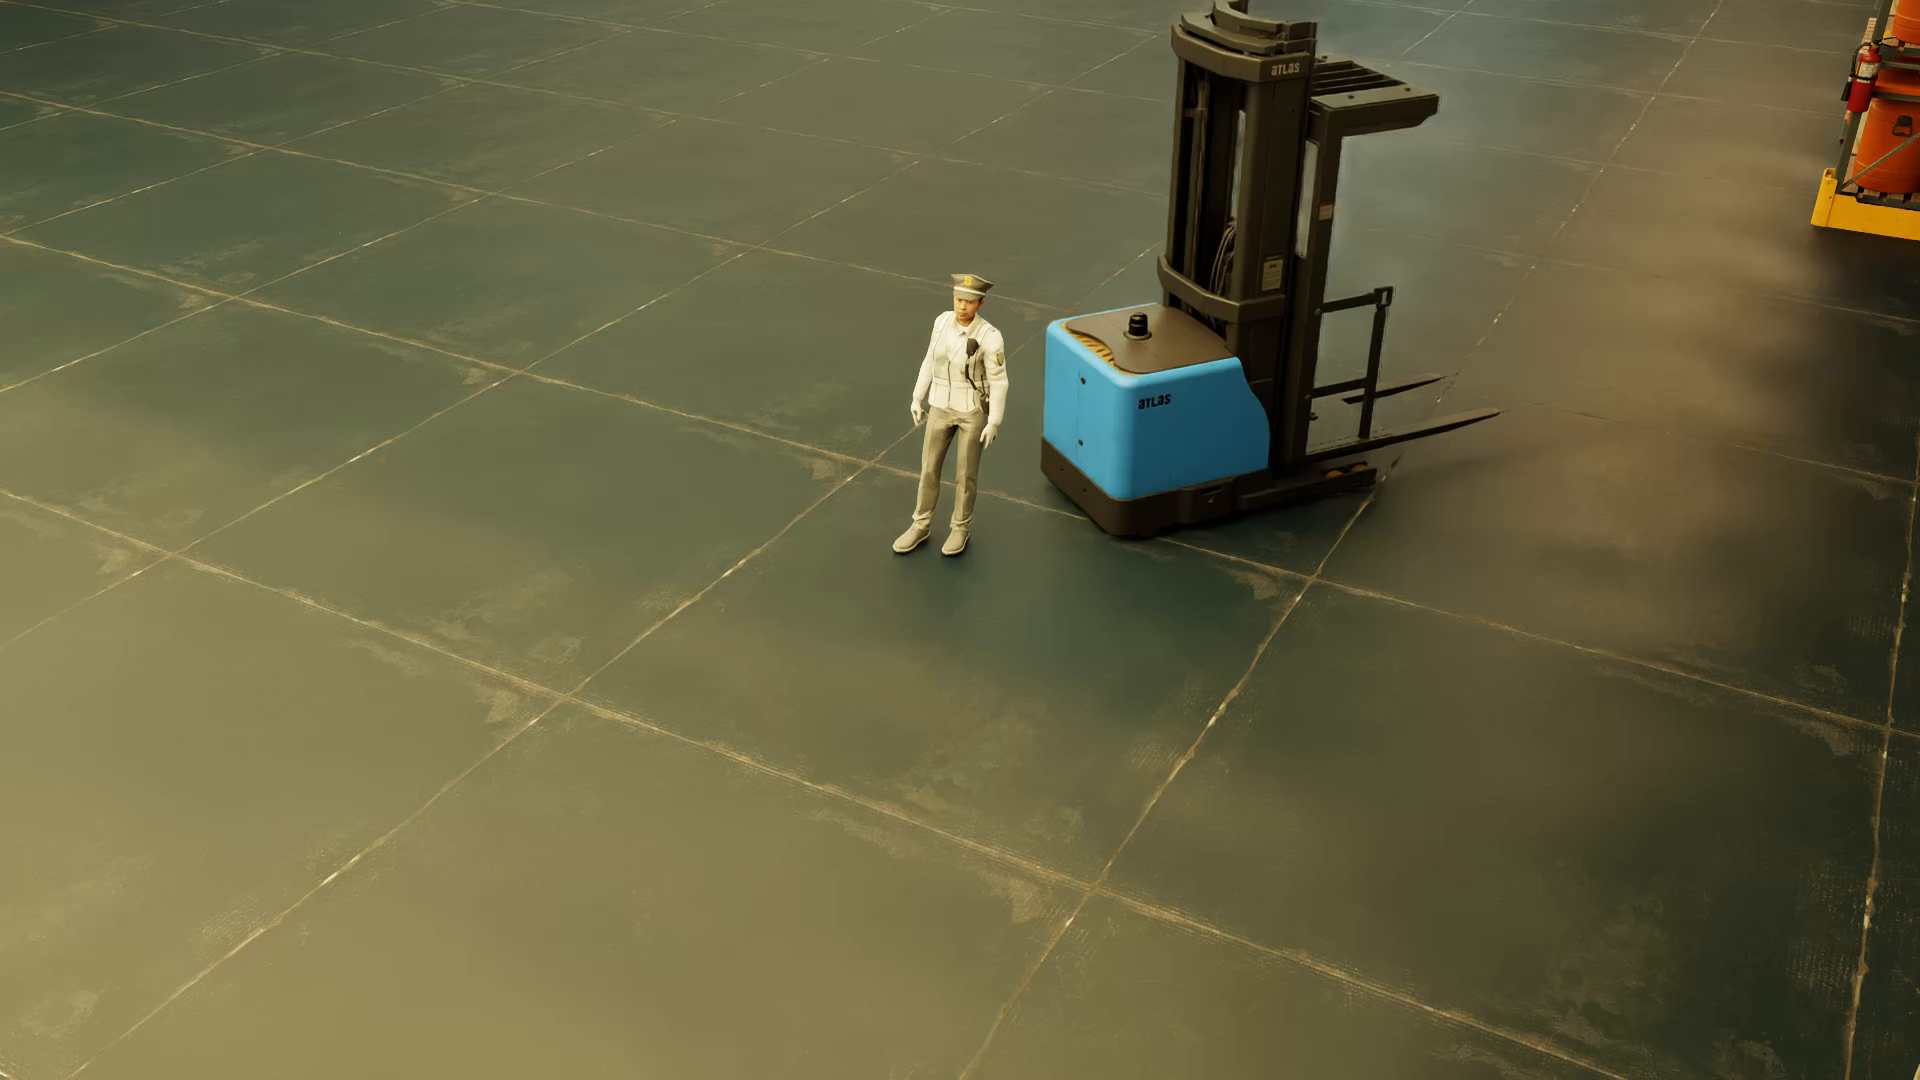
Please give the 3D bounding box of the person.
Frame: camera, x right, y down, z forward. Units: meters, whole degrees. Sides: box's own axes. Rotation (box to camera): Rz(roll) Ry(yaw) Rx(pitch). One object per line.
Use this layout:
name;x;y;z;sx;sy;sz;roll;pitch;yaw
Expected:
person;-0.039;-0.712;9.527;0.586;1.694;0.531;15;33;25

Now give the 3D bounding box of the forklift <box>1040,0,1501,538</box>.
forklift;2.076;-1.766;10.131;3.031;2.935;1.130;-13;32;-21
